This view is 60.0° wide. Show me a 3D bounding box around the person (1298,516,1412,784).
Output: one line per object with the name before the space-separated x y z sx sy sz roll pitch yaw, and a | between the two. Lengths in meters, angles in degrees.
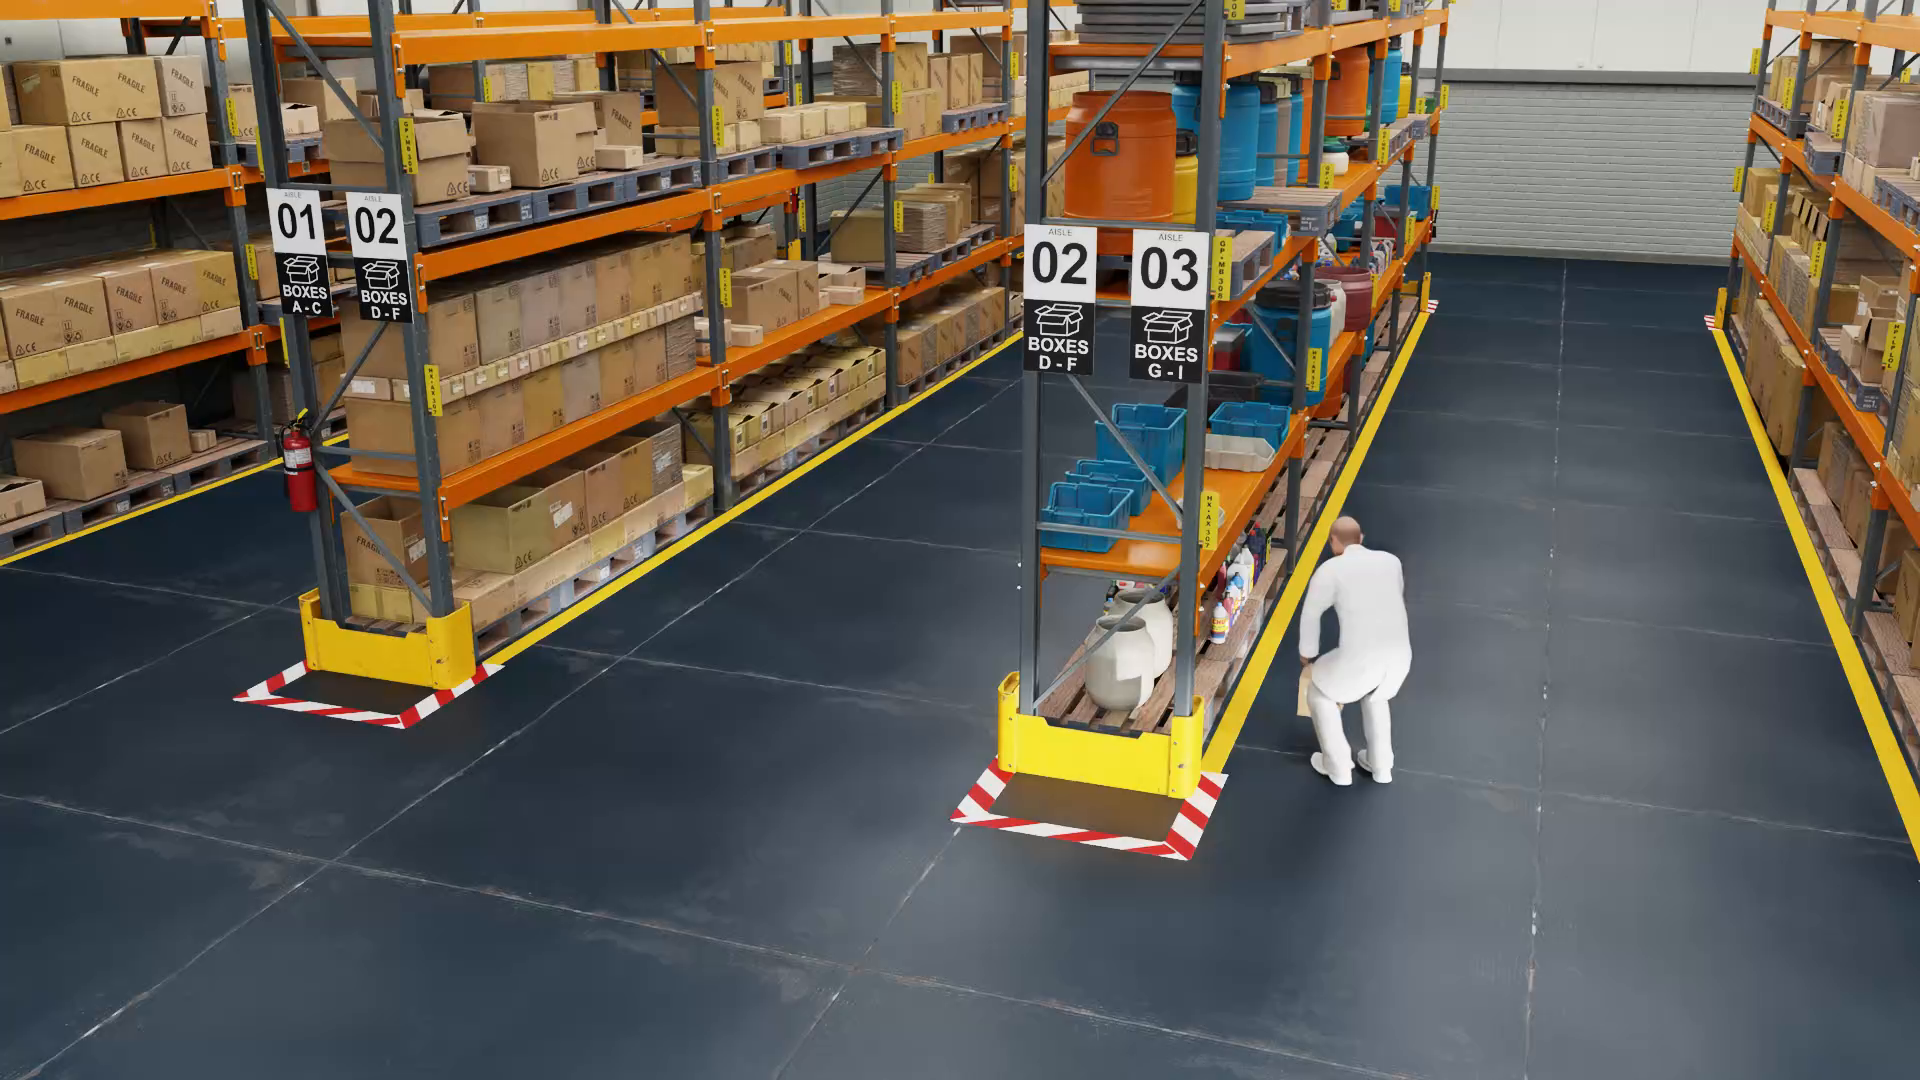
person | 2.269 0.651 9.555 0.628 1.511 0.658 -4 19 -12
